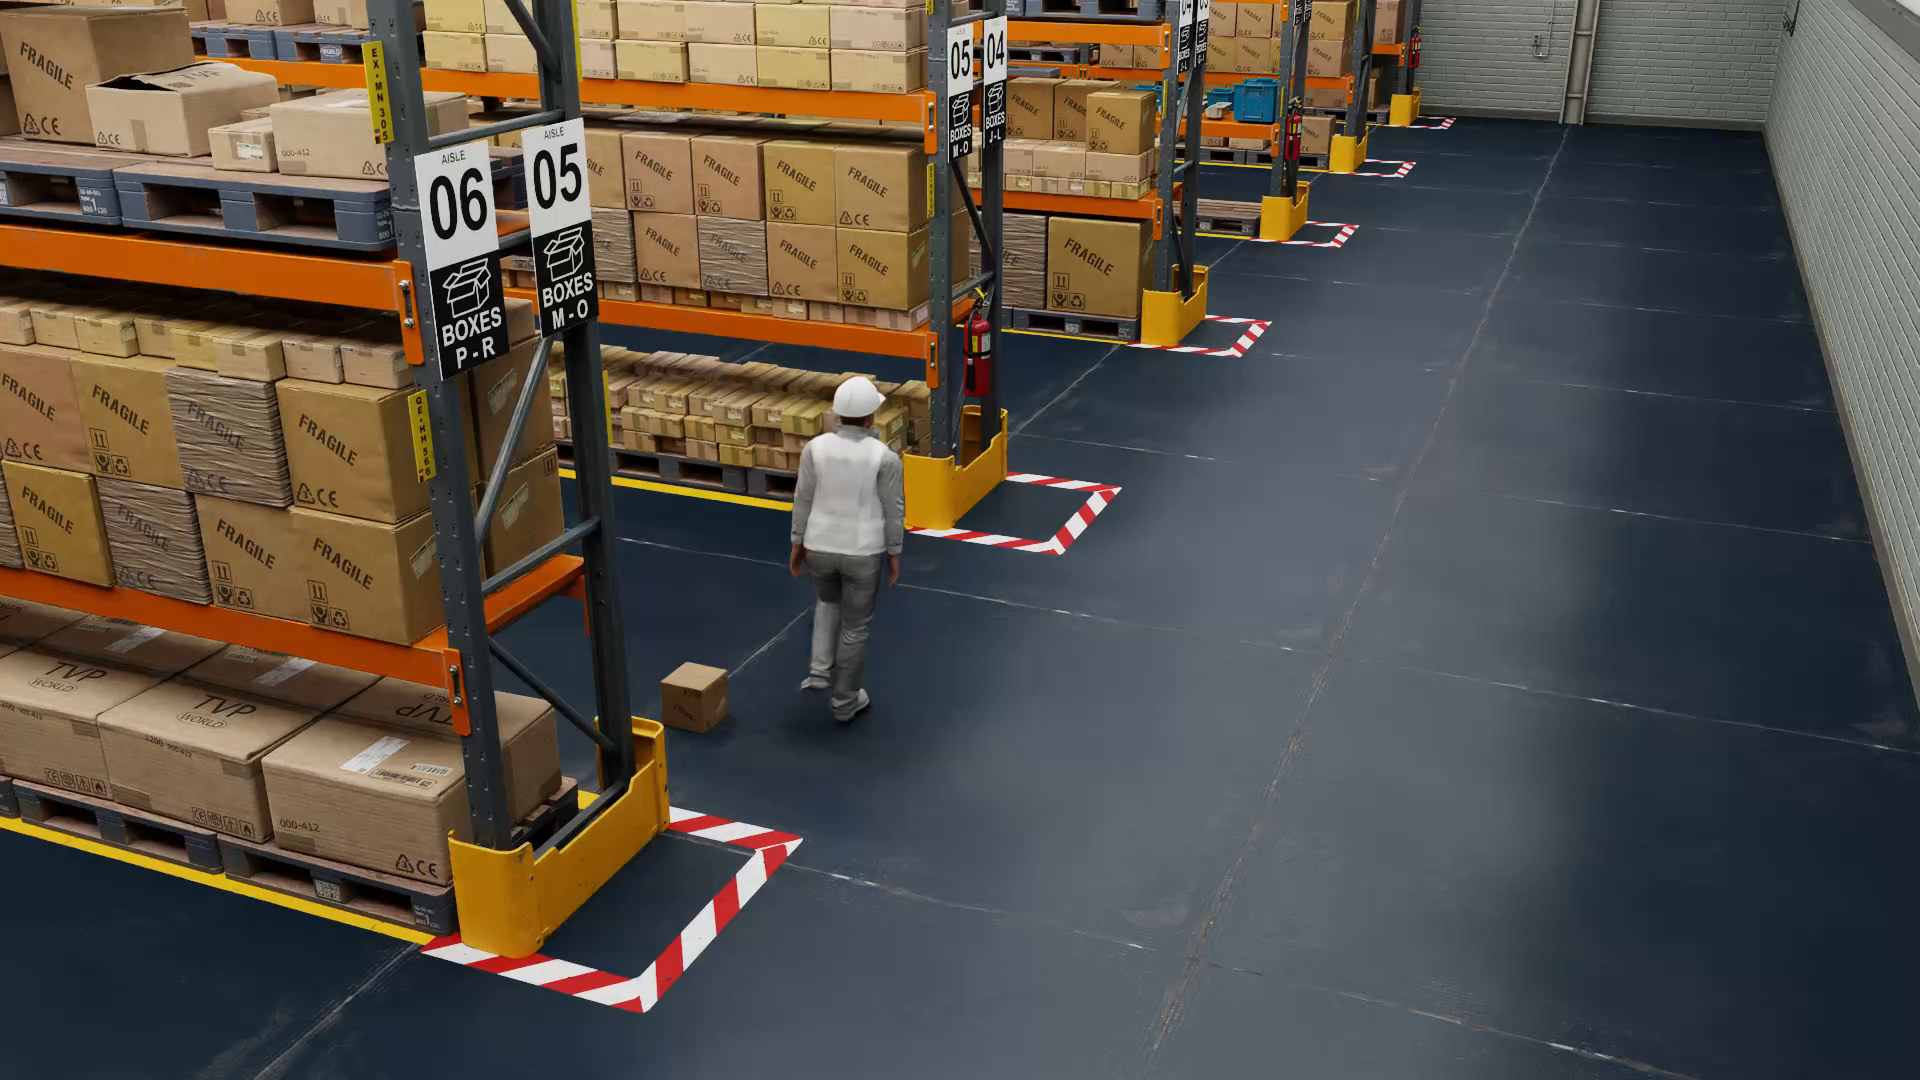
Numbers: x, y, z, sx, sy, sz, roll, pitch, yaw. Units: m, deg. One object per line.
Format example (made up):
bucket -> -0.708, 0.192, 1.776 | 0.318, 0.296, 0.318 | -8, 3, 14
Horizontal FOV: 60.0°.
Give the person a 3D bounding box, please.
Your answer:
person -> -0.557, 0.044, 8.408 | 0.568, 1.762, 0.487 | 6, 23, 14
